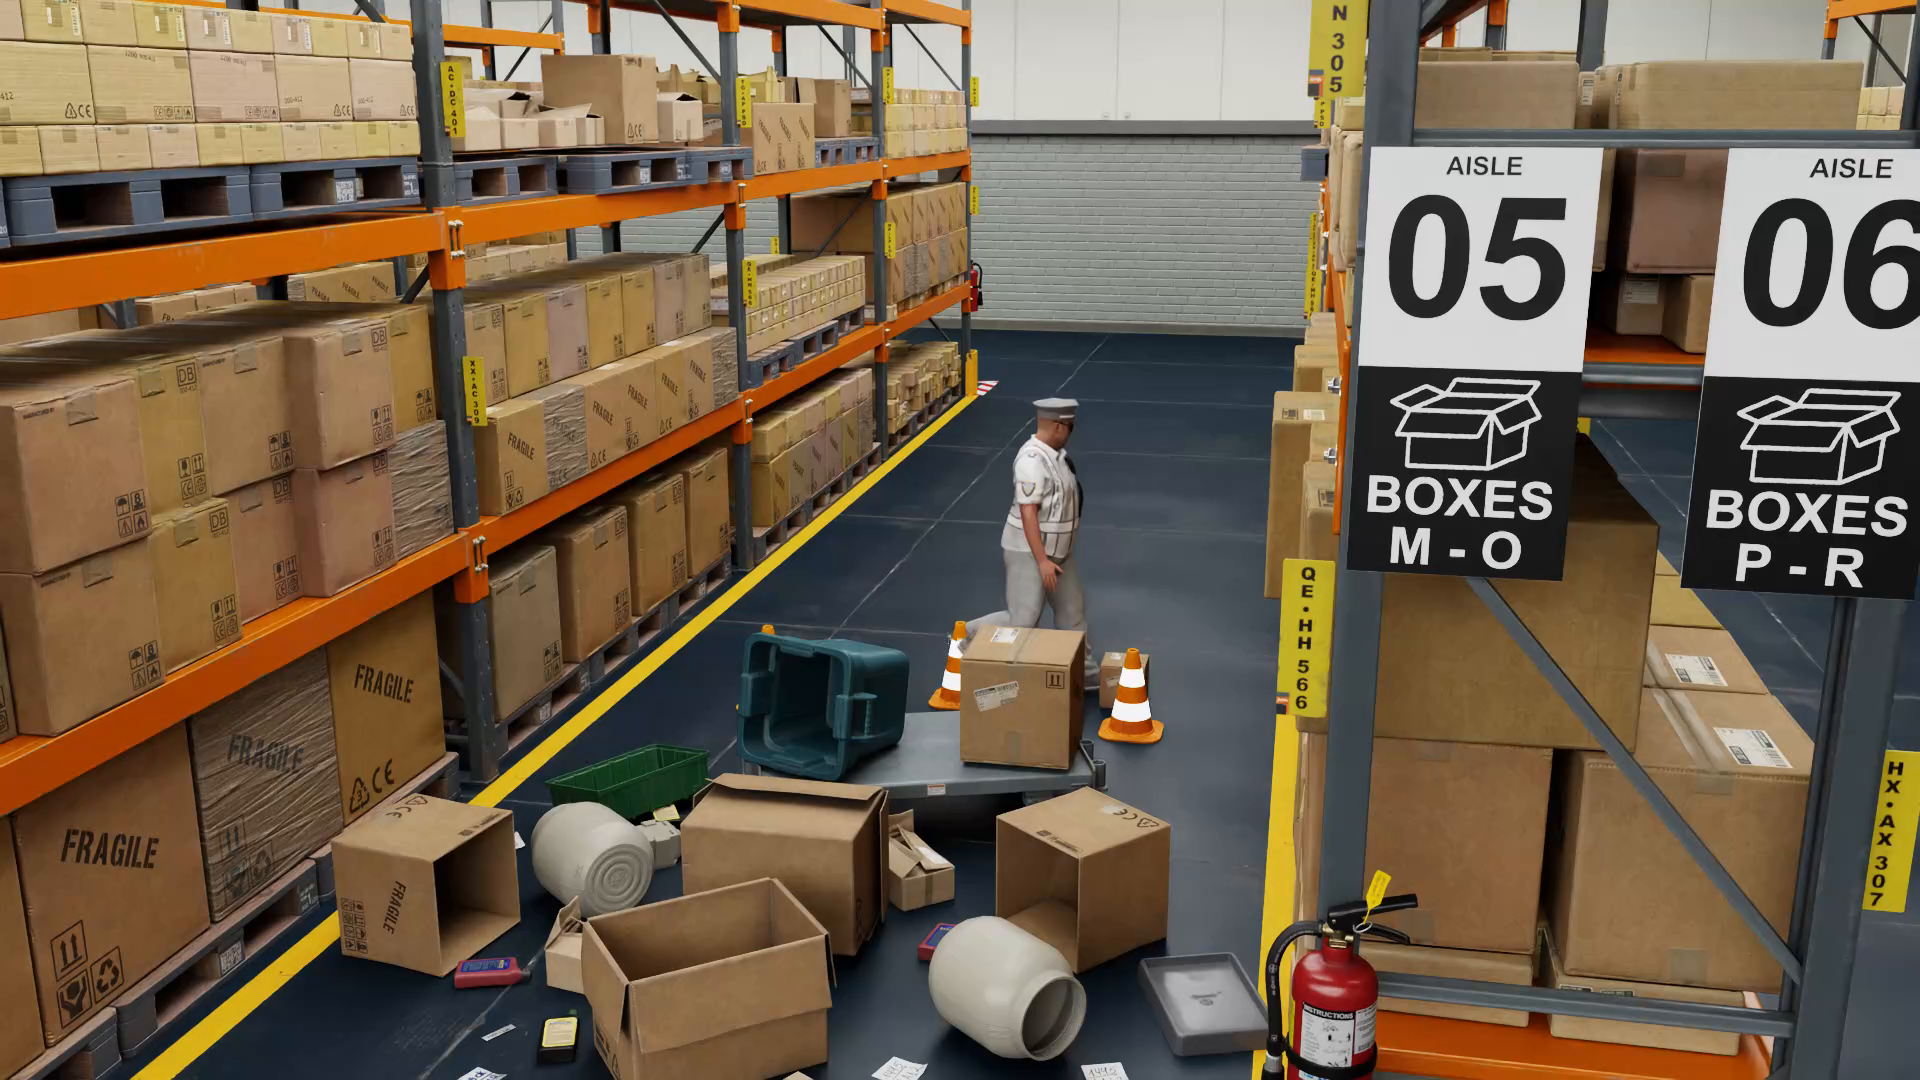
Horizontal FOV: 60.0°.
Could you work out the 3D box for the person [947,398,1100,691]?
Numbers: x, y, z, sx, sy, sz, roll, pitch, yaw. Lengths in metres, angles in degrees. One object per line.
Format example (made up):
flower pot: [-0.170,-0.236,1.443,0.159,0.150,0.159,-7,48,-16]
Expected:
person: [0.432,0.065,9.276,0.957,1.712,0.676,7,16,24]
